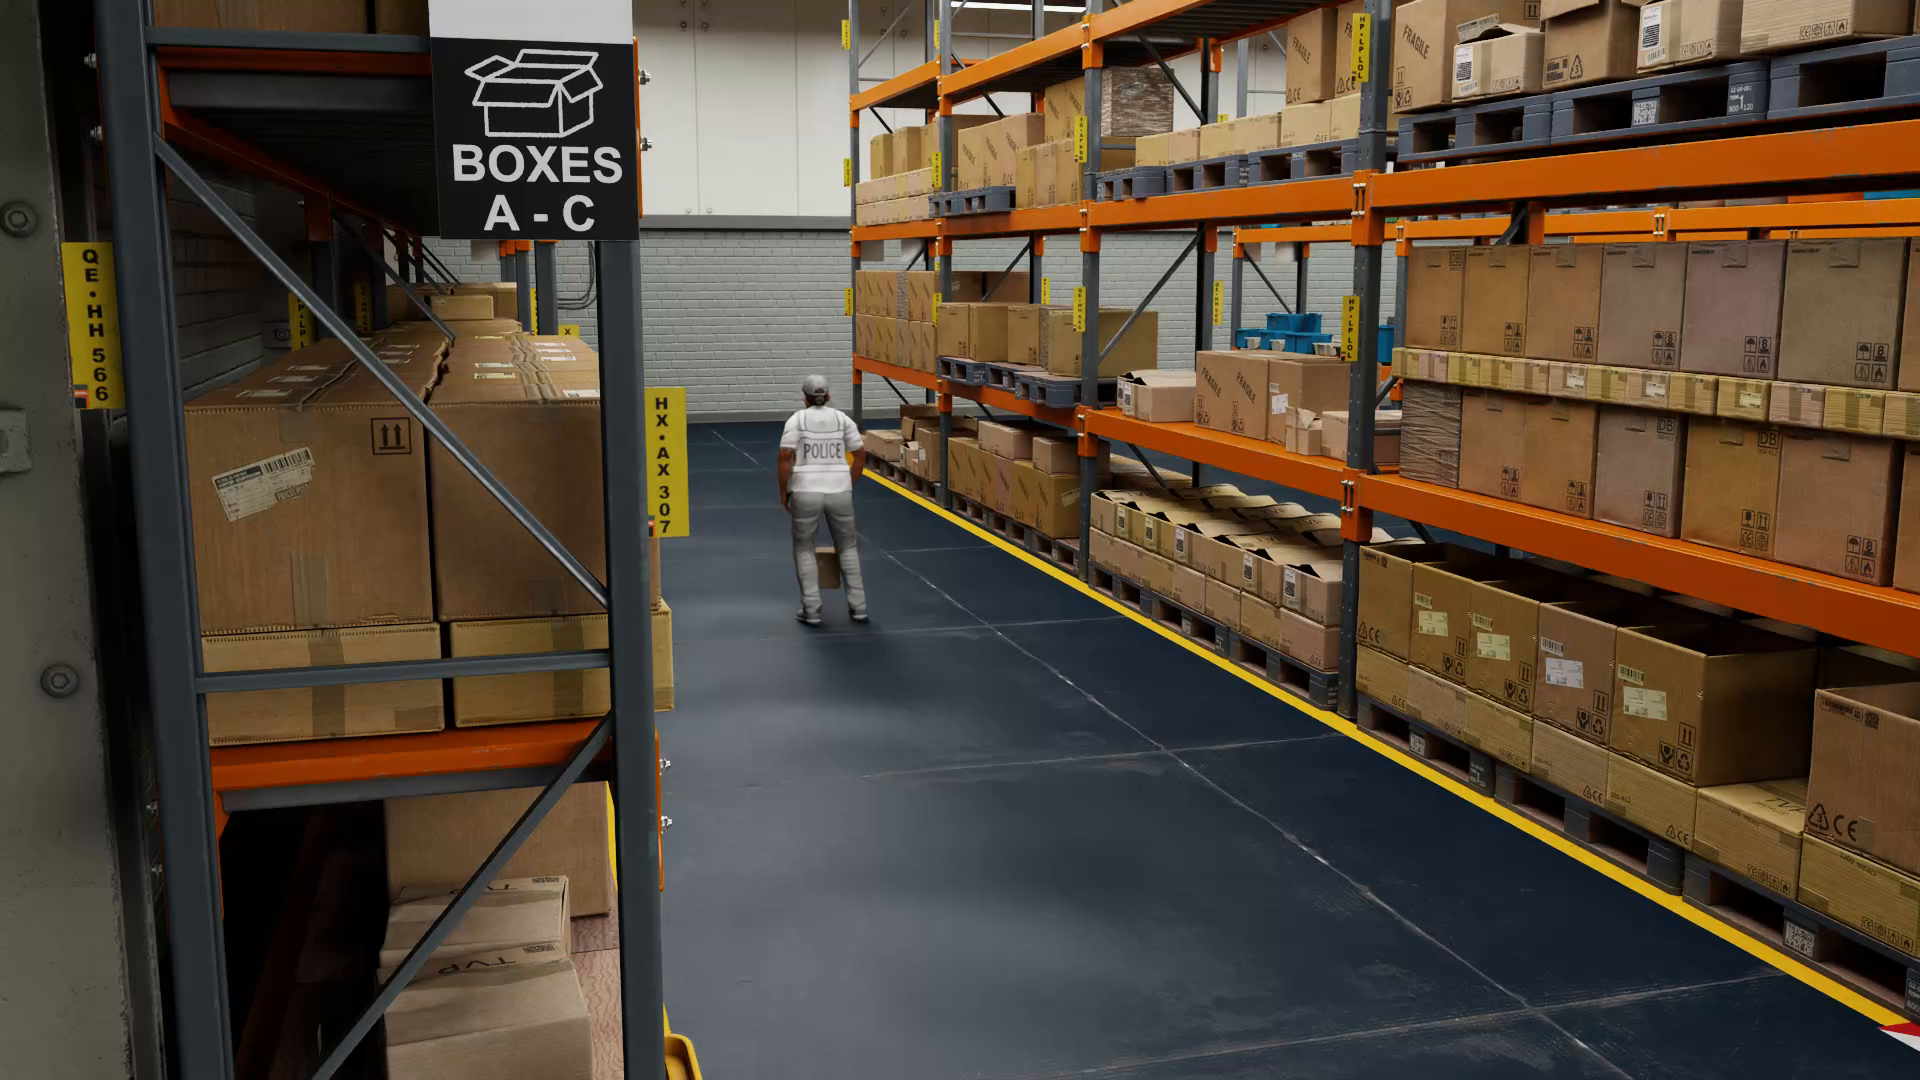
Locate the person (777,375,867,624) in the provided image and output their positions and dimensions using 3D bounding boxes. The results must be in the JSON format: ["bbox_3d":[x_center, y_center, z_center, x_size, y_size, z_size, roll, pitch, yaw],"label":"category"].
[{"bbox_3d":[-0.931,-0.285,11.163,0.606,1.635,0.512,-3,10,-17],"label":"person"}]
